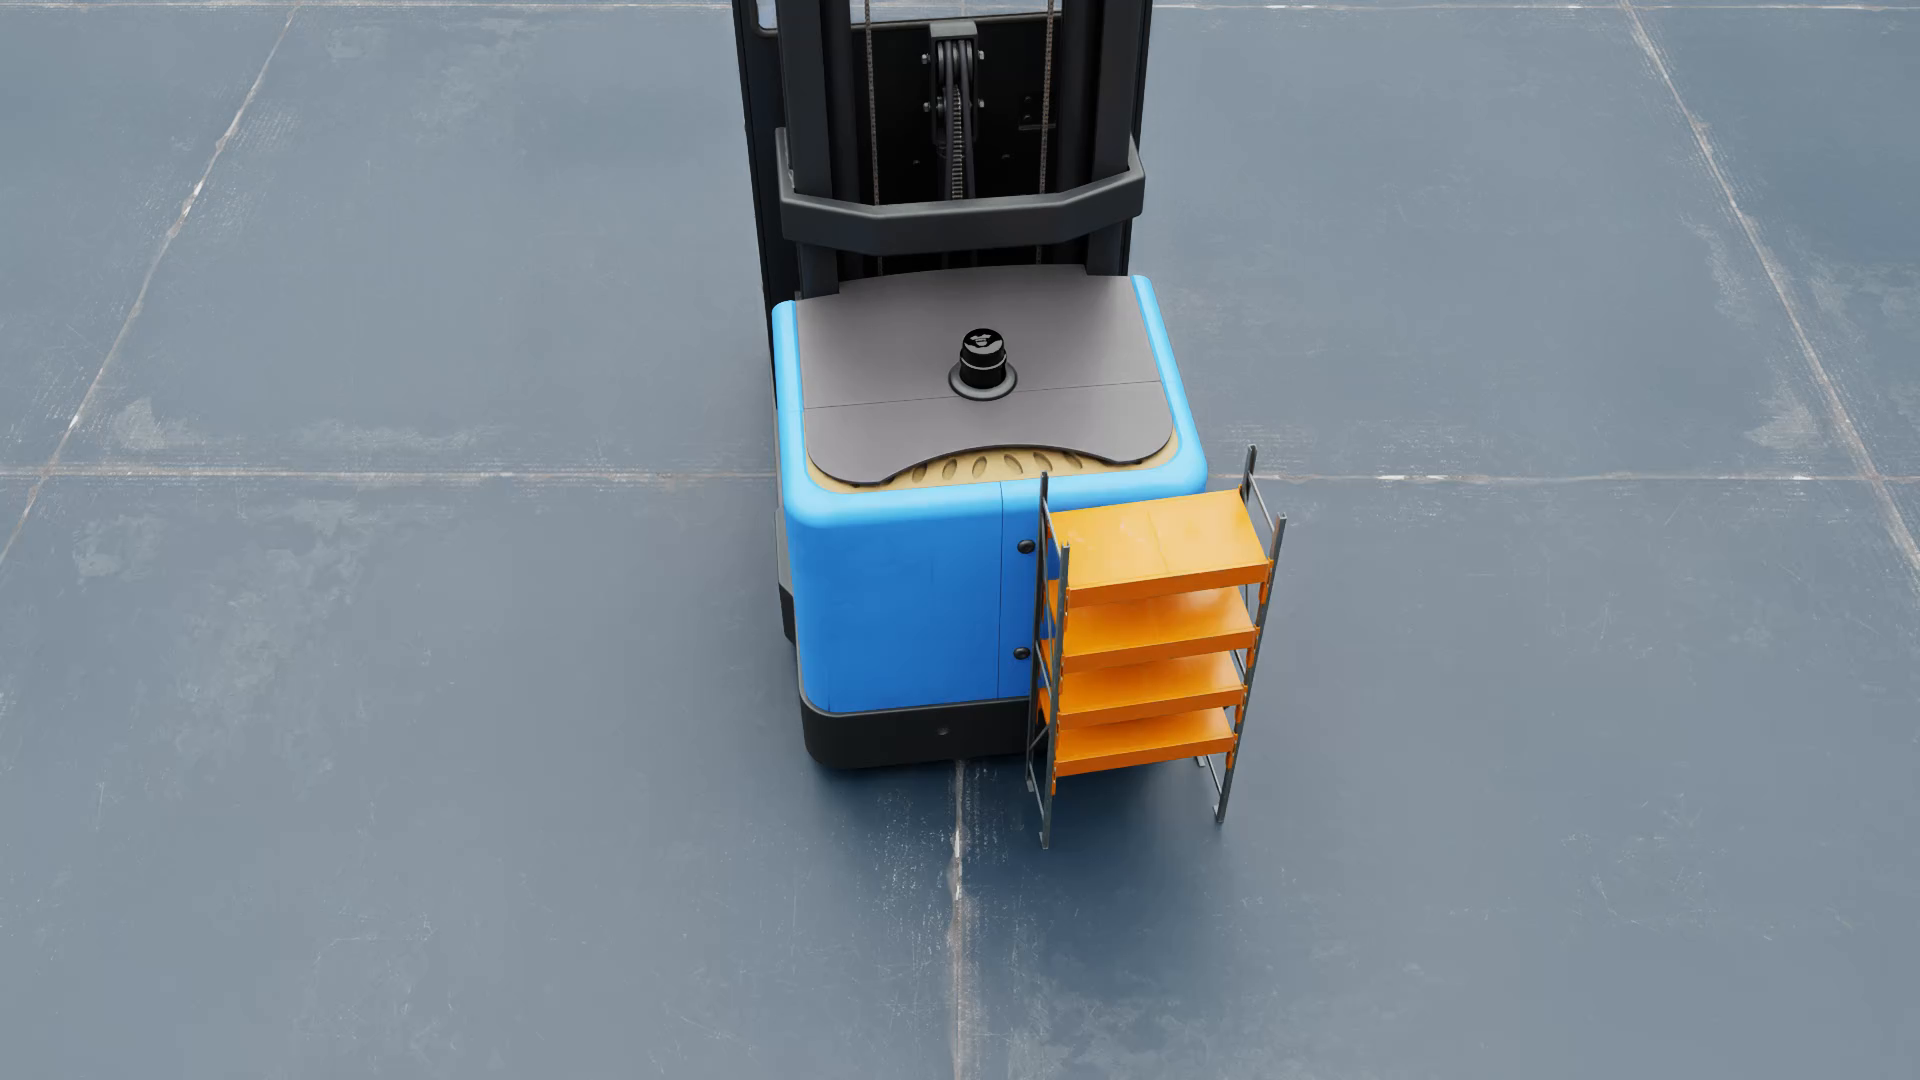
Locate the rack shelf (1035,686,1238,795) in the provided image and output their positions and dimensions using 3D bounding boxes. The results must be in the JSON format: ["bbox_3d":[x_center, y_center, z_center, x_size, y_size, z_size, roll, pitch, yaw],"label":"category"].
[{"bbox_3d":[0.450,0.488,4.339,0.480,0.148,0.258,-7,47,-7],"label":"rack shelf"}]

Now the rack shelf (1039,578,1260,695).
[{"bbox_3d":[0.450,0.200,4.030,0.480,0.148,0.258,-7,47,-7],"label":"rack shelf"}]

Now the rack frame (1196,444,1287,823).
[{"bbox_3d":[0.690,0.275,4.174,0.015,1.200,0.240,-7,47,-7],"label":"rack frame"}]

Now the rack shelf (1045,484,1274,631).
[{"bbox_3d":[0.450,0.039,3.857,0.480,0.148,0.258,-7,47,-7],"label":"rack shelf"}]

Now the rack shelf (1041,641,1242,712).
[{"bbox_3d":[0.450,0.326,4.165,0.457,0.050,0.221,-7,47,-7],"label":"rack shelf"}]

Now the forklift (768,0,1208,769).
[{"bbox_3d":[-0.010,-1.037,4.257,1.129,2.867,1.939,-5,47,-5],"label":"forklift"}]

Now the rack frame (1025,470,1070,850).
[{"bbox_3d":[0.210,0.338,4.116,0.015,1.200,0.240,-7,47,-7],"label":"rack frame"}]

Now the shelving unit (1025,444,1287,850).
[{"bbox_3d":[0.450,0.307,4.145,0.503,1.200,0.258,-7,47,-7],"label":"shelving unit"}]
